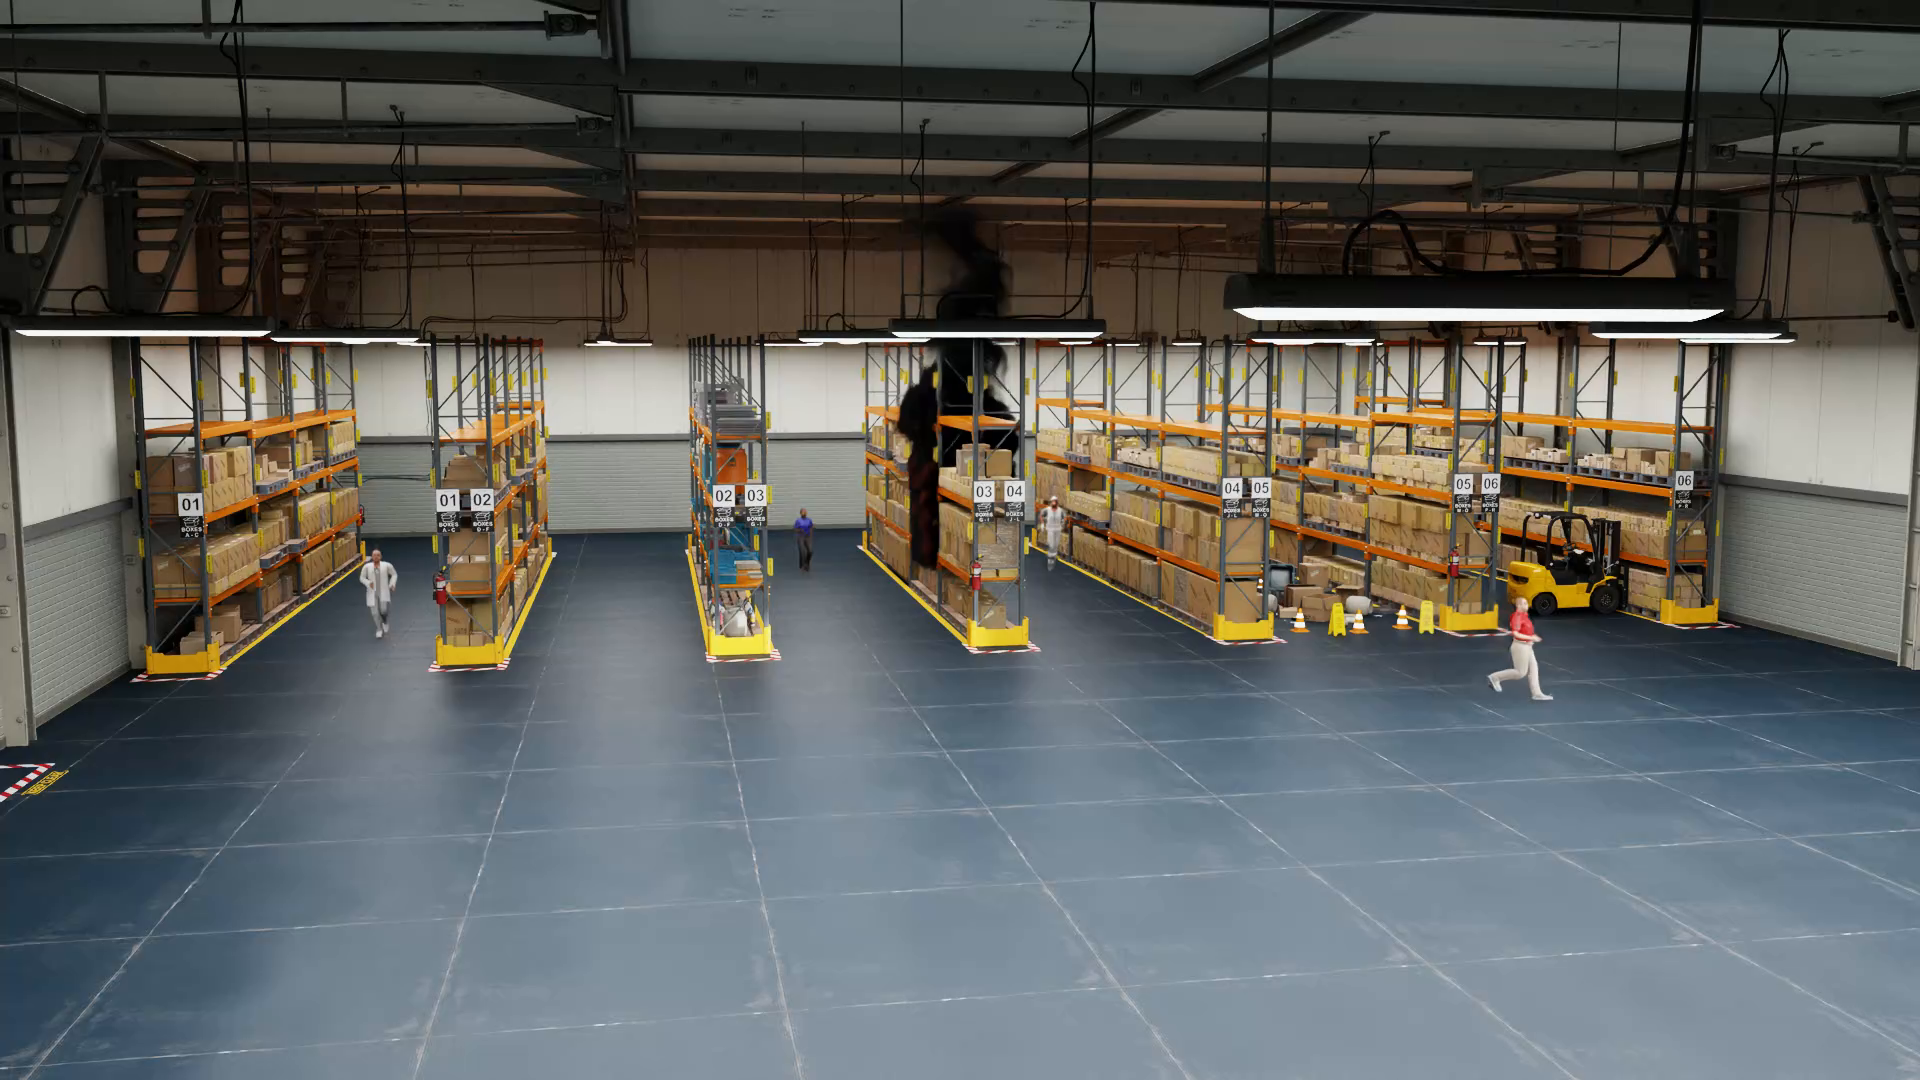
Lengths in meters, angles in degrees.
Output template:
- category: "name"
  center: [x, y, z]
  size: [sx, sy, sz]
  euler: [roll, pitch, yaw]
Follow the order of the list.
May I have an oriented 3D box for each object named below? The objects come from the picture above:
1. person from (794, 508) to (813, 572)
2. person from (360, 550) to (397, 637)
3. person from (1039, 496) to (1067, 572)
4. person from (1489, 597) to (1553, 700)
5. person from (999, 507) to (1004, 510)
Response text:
- category: "person"
  center: [-3.983, 0.013, 42.804]
  size: [0.557, 1.656, 0.628]
  euler: [-2, 7, -19]
- category: "person"
  center: [-11.575, 1.072, 33.096]
  size: [0.696, 1.737, 0.626]
  euler: [-2, 7, -15]
- category: "person"
  center: [2.352, -0.162, 41.373]
  size: [0.642, 1.869, 0.724]
  euler: [-1, 7, -12]
- category: "person"
  center: [9.184, 1.774, 27.139]
  size: [1.005, 1.686, 0.678]
  euler: [3, 7, 27]
- category: "person"
  center: [0.972, -0.543, 48.122]
  size: [0.632, 1.527, 0.493]
  euler: [1, 7, 7]
